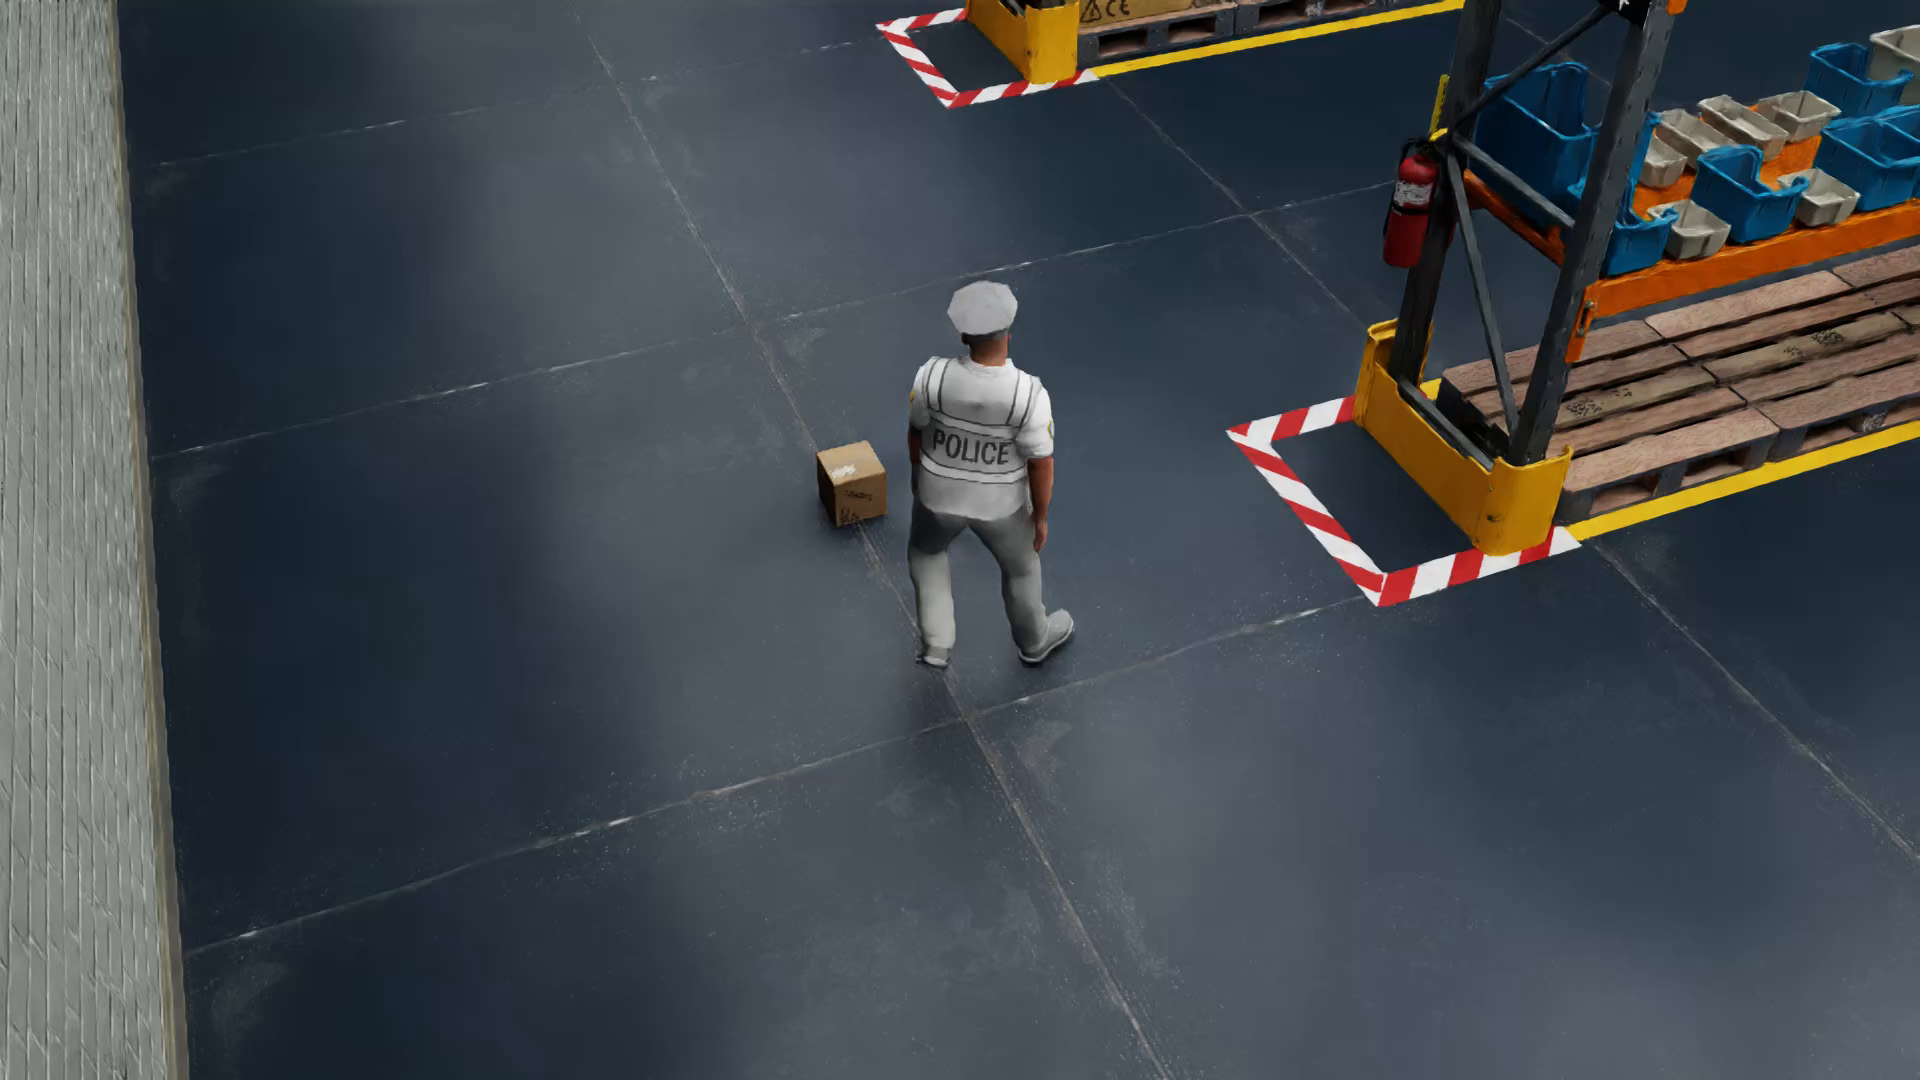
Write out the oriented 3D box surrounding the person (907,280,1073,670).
[{"bbox_3d":[0.107,-0.163,6.311,0.671,1.750,0.598,6,42,7],"label":"person"}]
